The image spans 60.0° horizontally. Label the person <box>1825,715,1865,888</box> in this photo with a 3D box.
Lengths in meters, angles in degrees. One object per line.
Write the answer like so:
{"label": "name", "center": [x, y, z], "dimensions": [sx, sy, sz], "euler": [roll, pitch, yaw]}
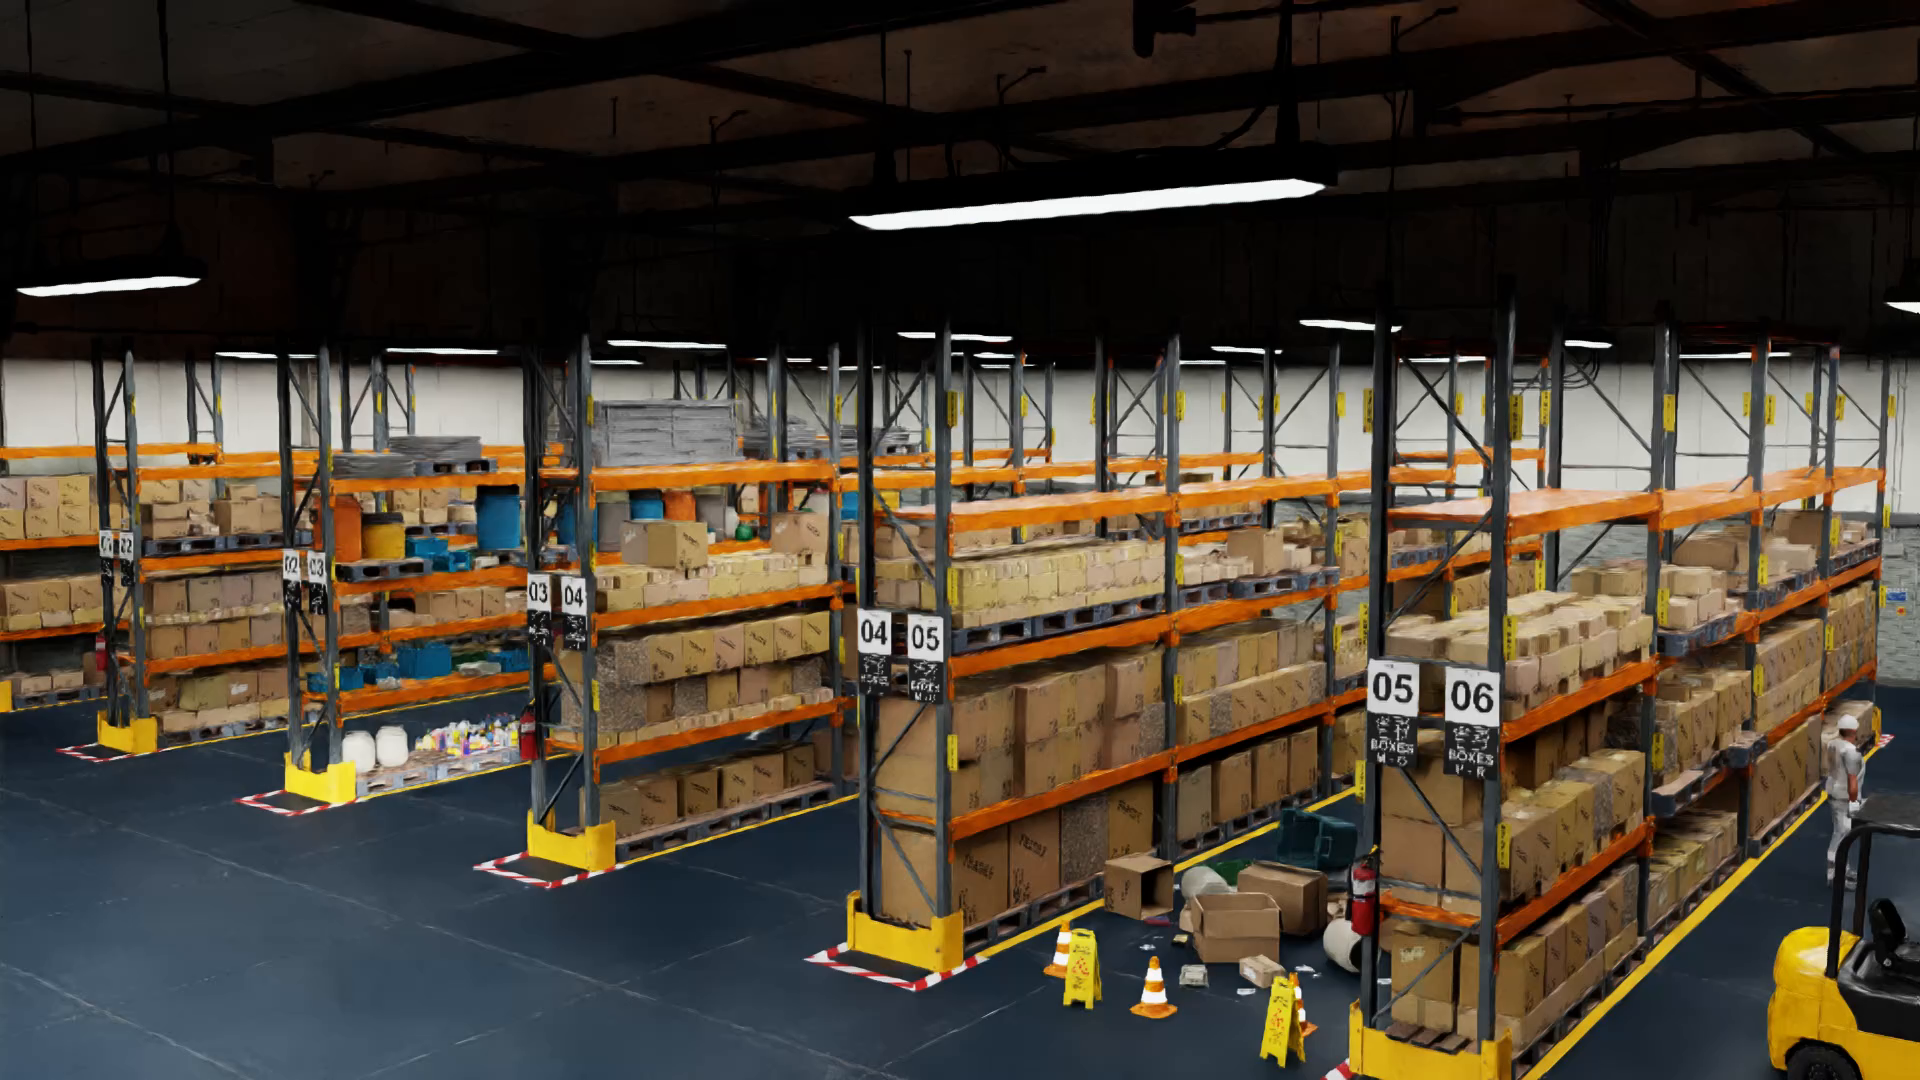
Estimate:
{"label": "person", "center": [9.380, 2.730, 17.543], "dimensions": [0.451, 1.789, 0.605], "euler": [1, 5, 9]}

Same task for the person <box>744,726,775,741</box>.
{"label": "person", "center": [-3.056, 2.164, 25.032], "dimensions": [0.483, 1.615, 0.993], "euler": [3, 6, 29]}
